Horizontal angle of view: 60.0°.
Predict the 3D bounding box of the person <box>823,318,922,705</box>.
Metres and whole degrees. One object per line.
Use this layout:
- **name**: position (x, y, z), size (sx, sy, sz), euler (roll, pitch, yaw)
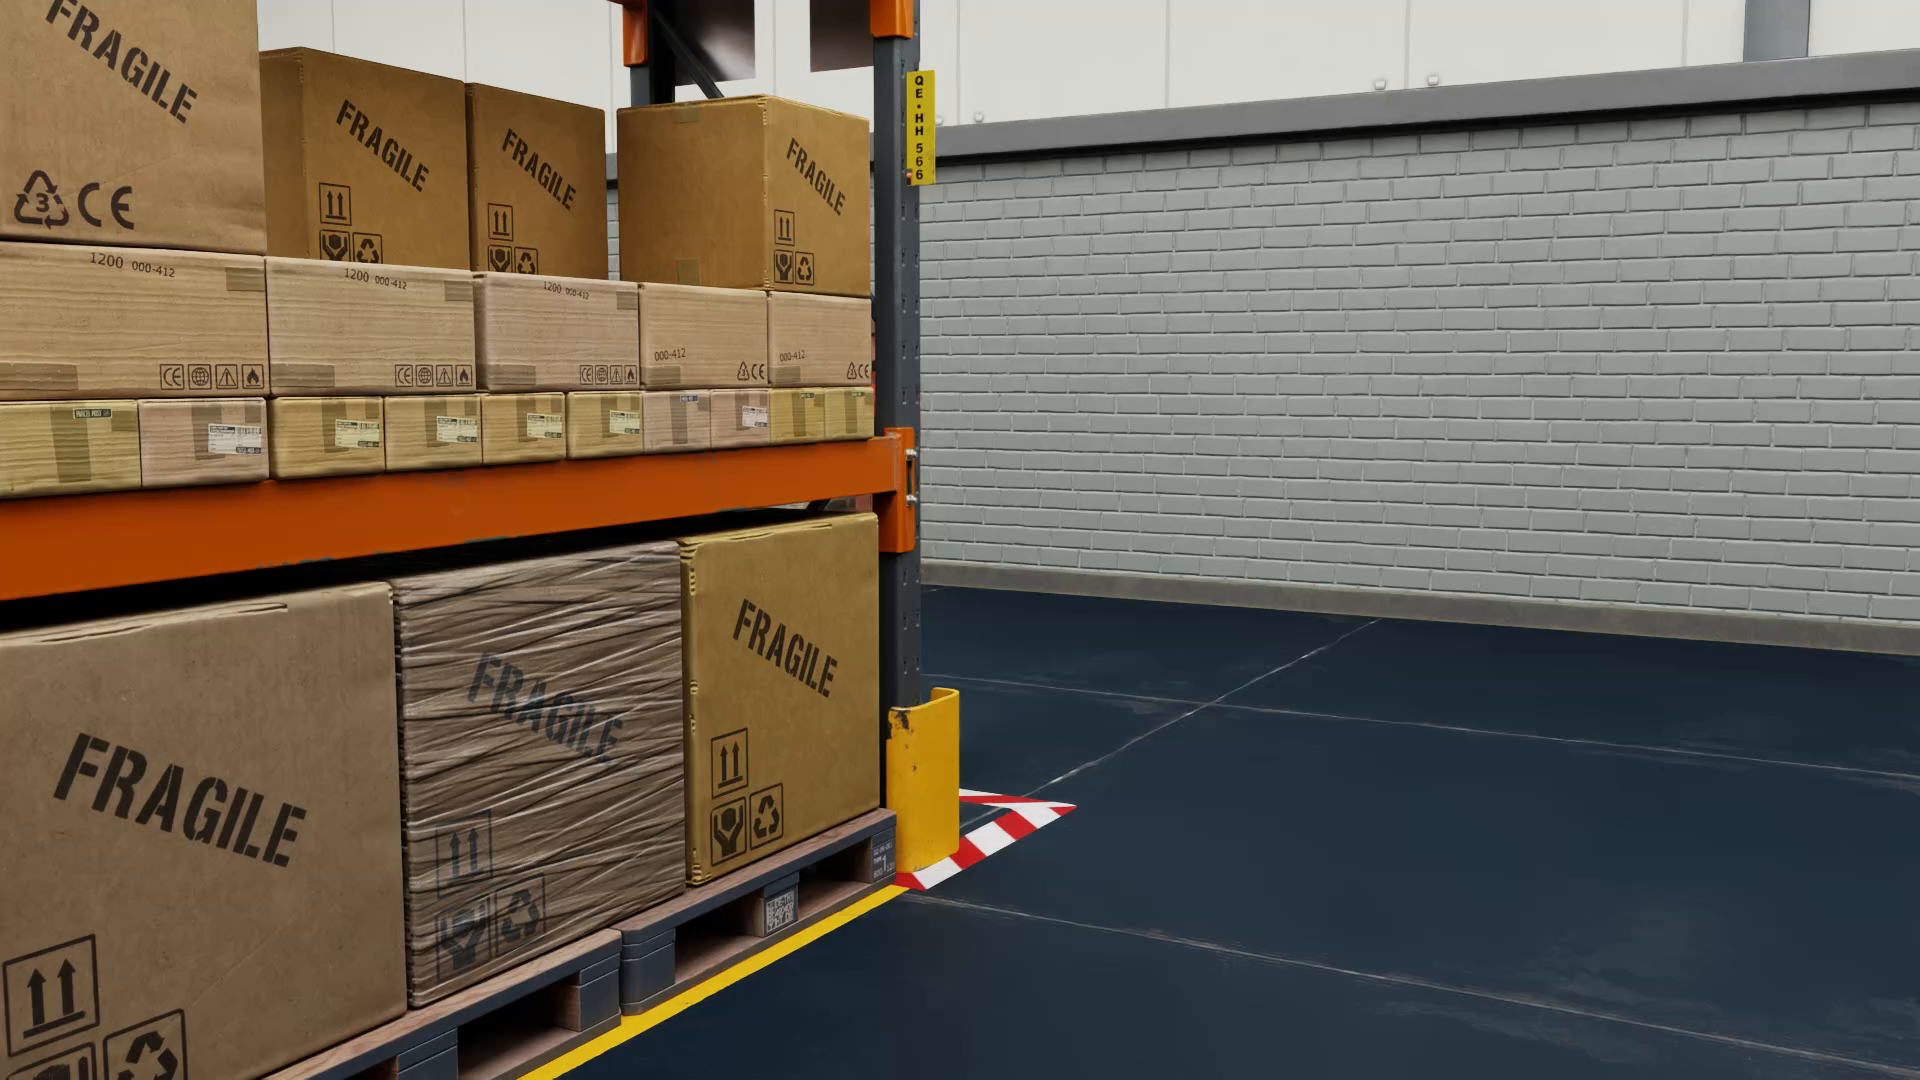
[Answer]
- **person**: position (-0.433, -0.008, 6.341), size (0.567, 1.738, 0.544), euler (1, 6, 8)
